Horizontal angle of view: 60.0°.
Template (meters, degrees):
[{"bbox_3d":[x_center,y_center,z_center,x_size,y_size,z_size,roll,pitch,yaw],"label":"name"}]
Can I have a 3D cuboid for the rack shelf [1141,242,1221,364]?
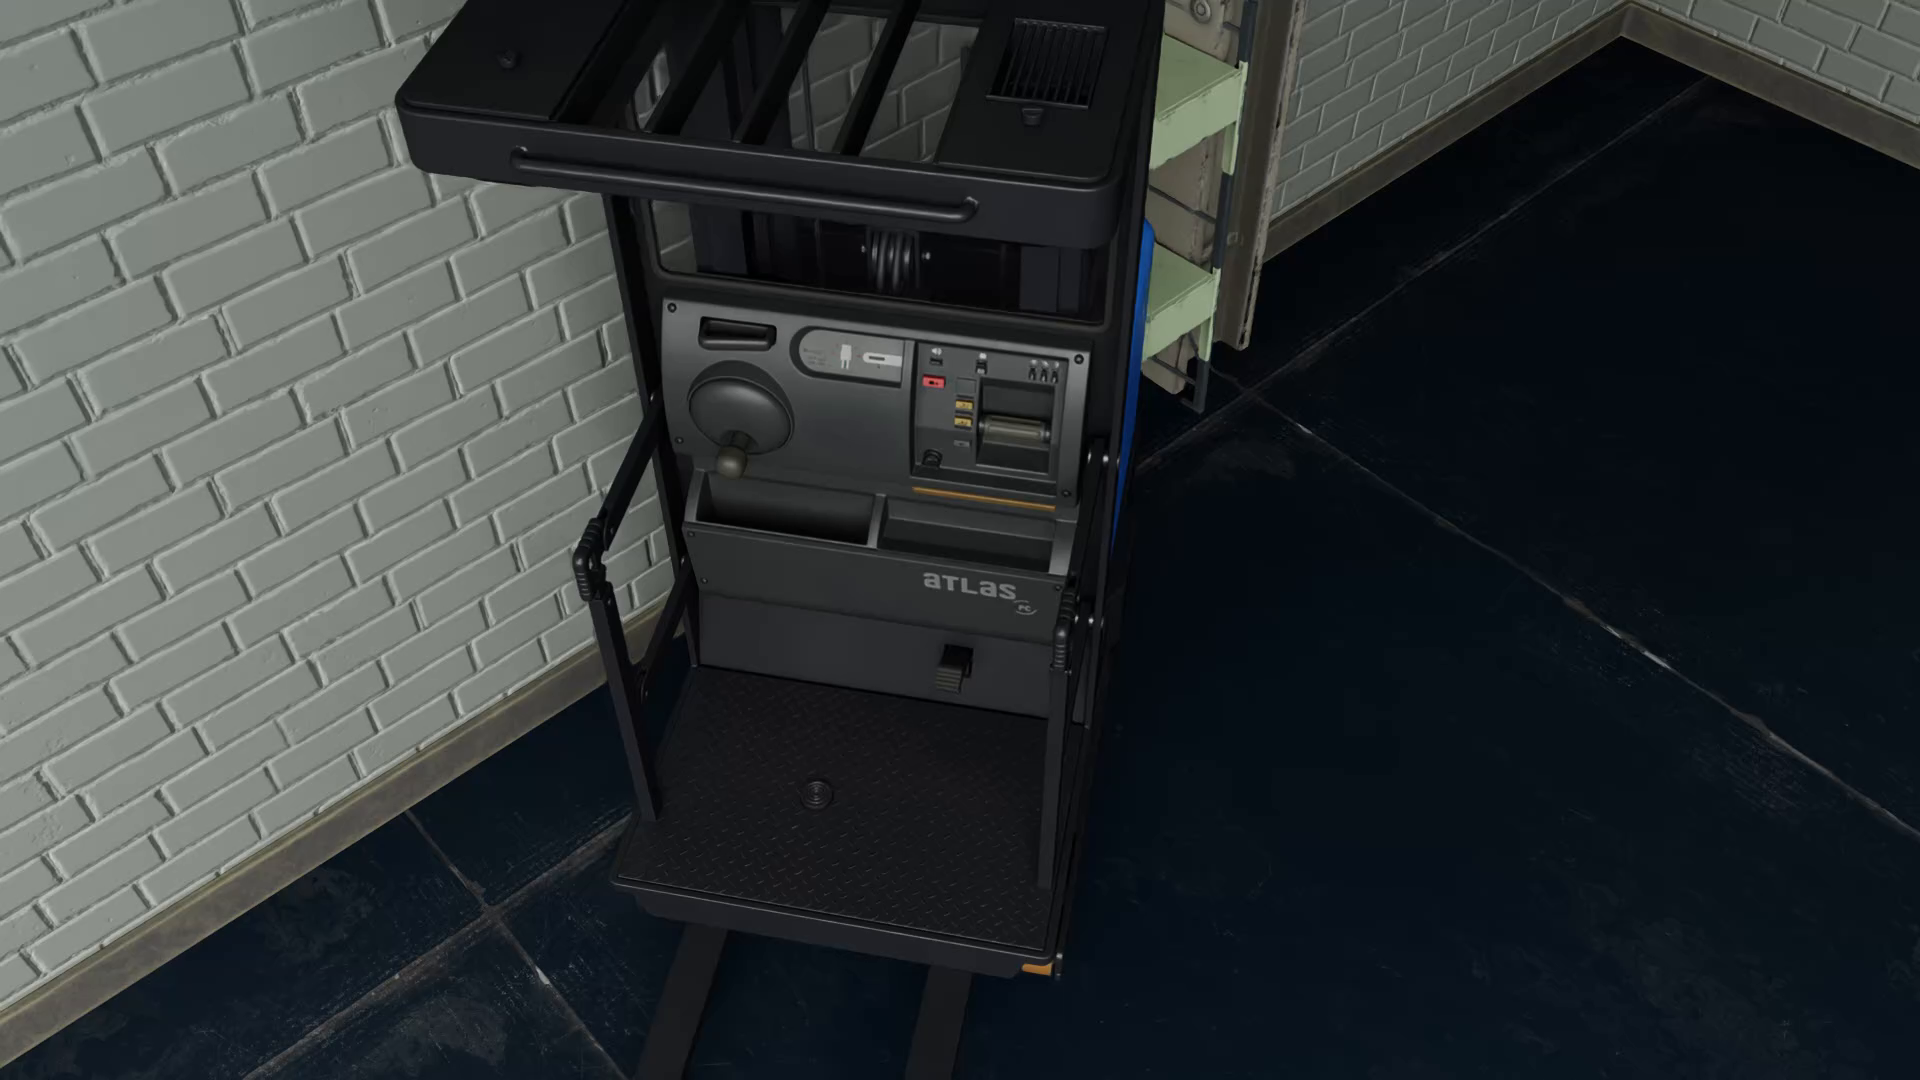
[{"bbox_3d":[0.417,-0.645,5.258,0.720,0.370,0.431,-35,55,-29],"label":"rack shelf"}]

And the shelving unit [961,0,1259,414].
[{"bbox_3d":[0.415,-0.871,5.024,0.755,1.500,0.431,-35,55,-29],"label":"shelving unit"}]

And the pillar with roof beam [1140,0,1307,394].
[{"bbox_3d":[3.674,-1.390,0.410,0.400,9.000,9.100,-34,56,-27],"label":"pillar with roof beam"}]

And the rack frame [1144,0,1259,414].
[{"bbox_3d":[0.677,-1.056,5.201,0.023,1.500,0.400,-35,55,-29],"label":"rack frame"}]

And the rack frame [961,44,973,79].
[{"bbox_3d":[0.153,-0.687,4.848,0.023,1.500,0.400,-35,55,-29],"label":"rack frame"}]

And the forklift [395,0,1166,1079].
[{"bbox_3d":[-0.228,-0.195,3.436,1.130,2.935,3.031,8,48,7],"label":"forklift"}]

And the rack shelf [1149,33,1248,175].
[{"bbox_3d":[0.413,-1.143,4.744,0.720,0.370,0.431,-35,55,-29],"label":"rack shelf"}]
